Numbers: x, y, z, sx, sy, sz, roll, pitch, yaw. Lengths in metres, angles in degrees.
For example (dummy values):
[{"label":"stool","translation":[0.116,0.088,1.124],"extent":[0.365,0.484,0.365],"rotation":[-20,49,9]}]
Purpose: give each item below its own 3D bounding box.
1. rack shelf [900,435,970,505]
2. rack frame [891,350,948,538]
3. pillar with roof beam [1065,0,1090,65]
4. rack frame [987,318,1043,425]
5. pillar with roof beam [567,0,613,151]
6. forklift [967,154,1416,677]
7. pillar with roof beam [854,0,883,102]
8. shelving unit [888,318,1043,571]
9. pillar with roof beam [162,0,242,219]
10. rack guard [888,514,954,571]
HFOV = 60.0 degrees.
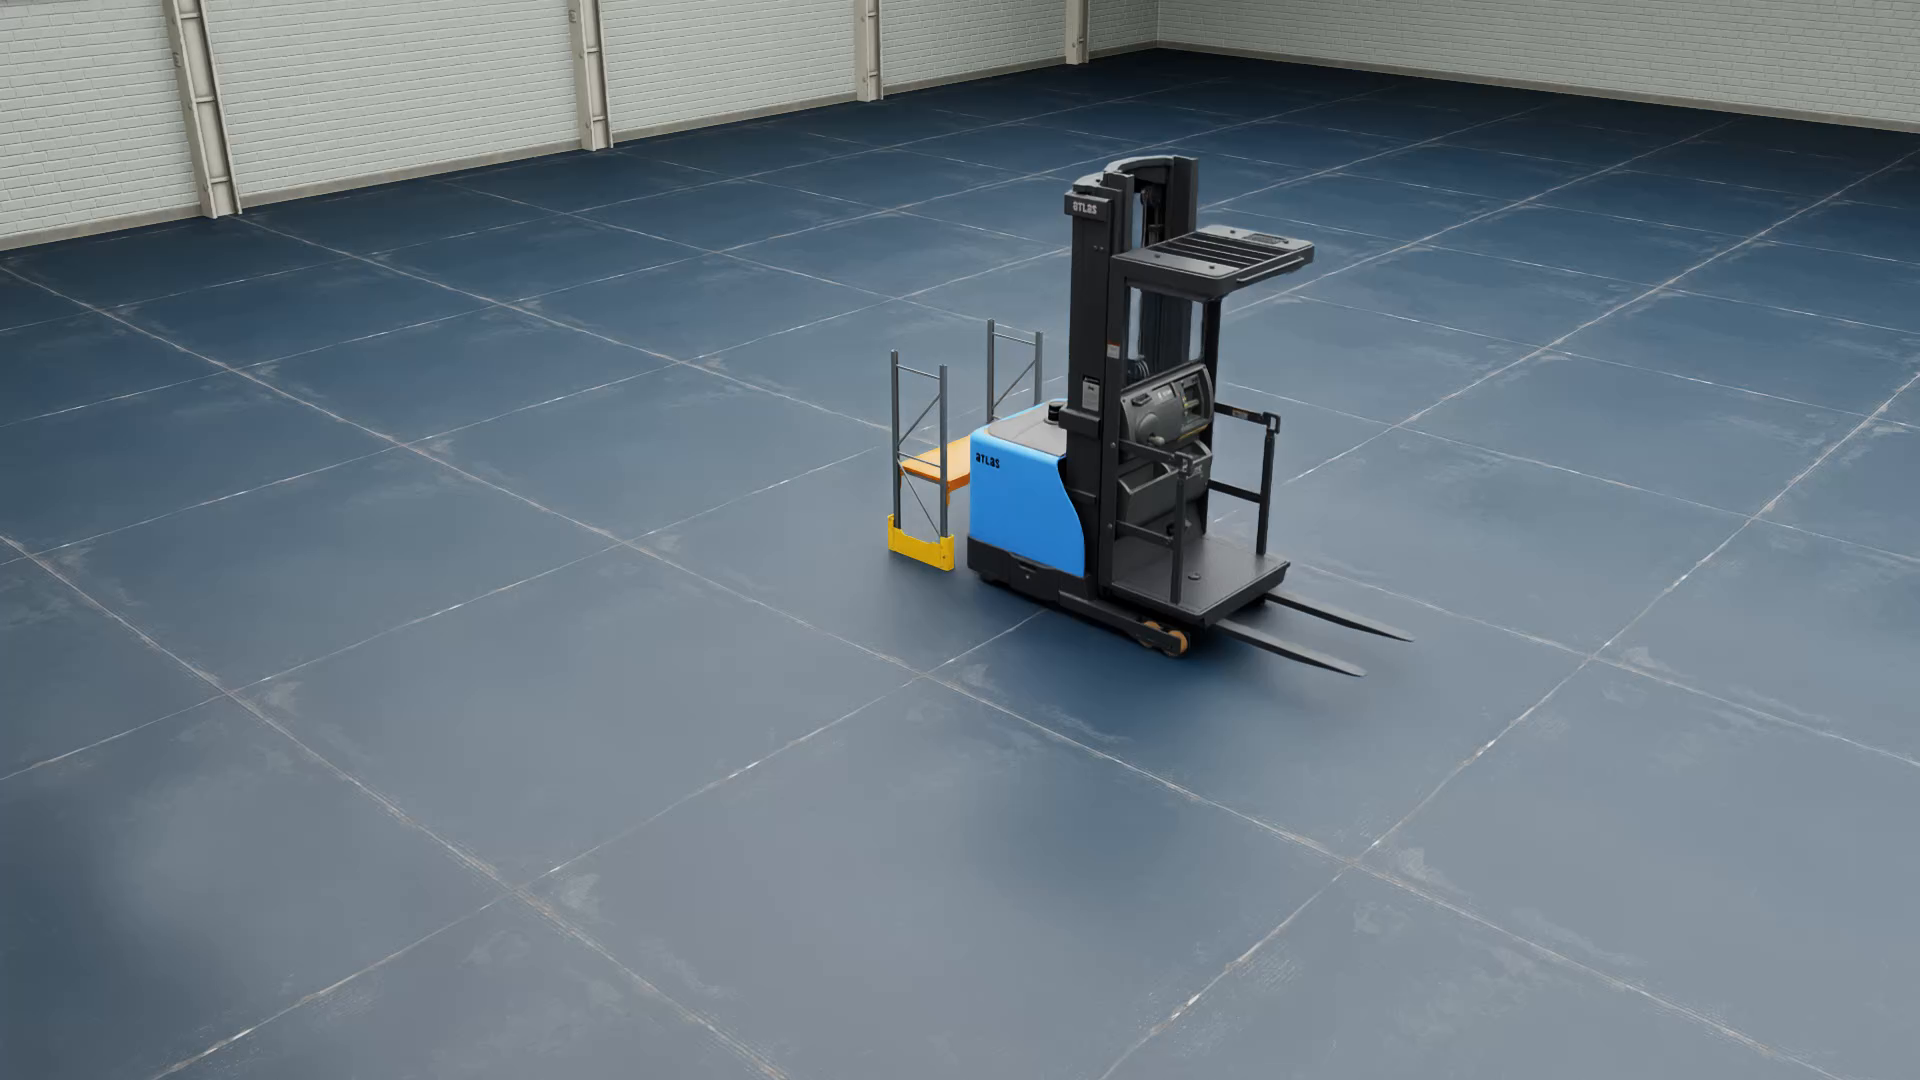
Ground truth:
[{"label":"rack shelf","translation":[0.057,-0.546,12.046],"extent":[0.538,0.185,1.000],"rotation":[20,31,38]},{"label":"rack frame","translation":[-0.282,-0.555,11.627],"extent":[0.500,1.500,0.032],"rotation":[20,31,38]},{"label":"pillar with roof beam","translation":[5.589,-12.669,29.479],"extent":[9.100,9.000,0.400],"rotation":[20,31,38]},{"label":"rack frame","translation":[0.396,-0.865,12.318],"extent":[0.500,1.500,0.032],"rotation":[20,31,38]},{"label":"pillar with roof beam","translation":[-2.420,-9.013,21.325],"extent":[9.100,9.000,0.400],"rotation":[20,31,38]},{"label":"forklift","translation":[1.485,-0.838,10.507],"extent":[3.031,2.935,1.130],"rotation":[20,31,38]},{"label":"pillar with roof beam","translation":[1.584,-10.841,25.402],"extent":[9.100,9.000,0.400],"rotation":[20,31,38]},{"label":"shelving unit","translation":[0.051,-0.708,11.966],"extent":[0.587,1.500,1.083],"rotation":[20,31,38]},{"label":"pillar with roof beam","translation":[-6.425,-7.185,17.248],"extent":[9.100,9.000,0.400],"rotation":[20,31,38]},{"label":"rack guard","translation":[-0.281,0.014,11.883],"extent":[0.587,0.250,0.087],"rotation":[20,31,38]}]
